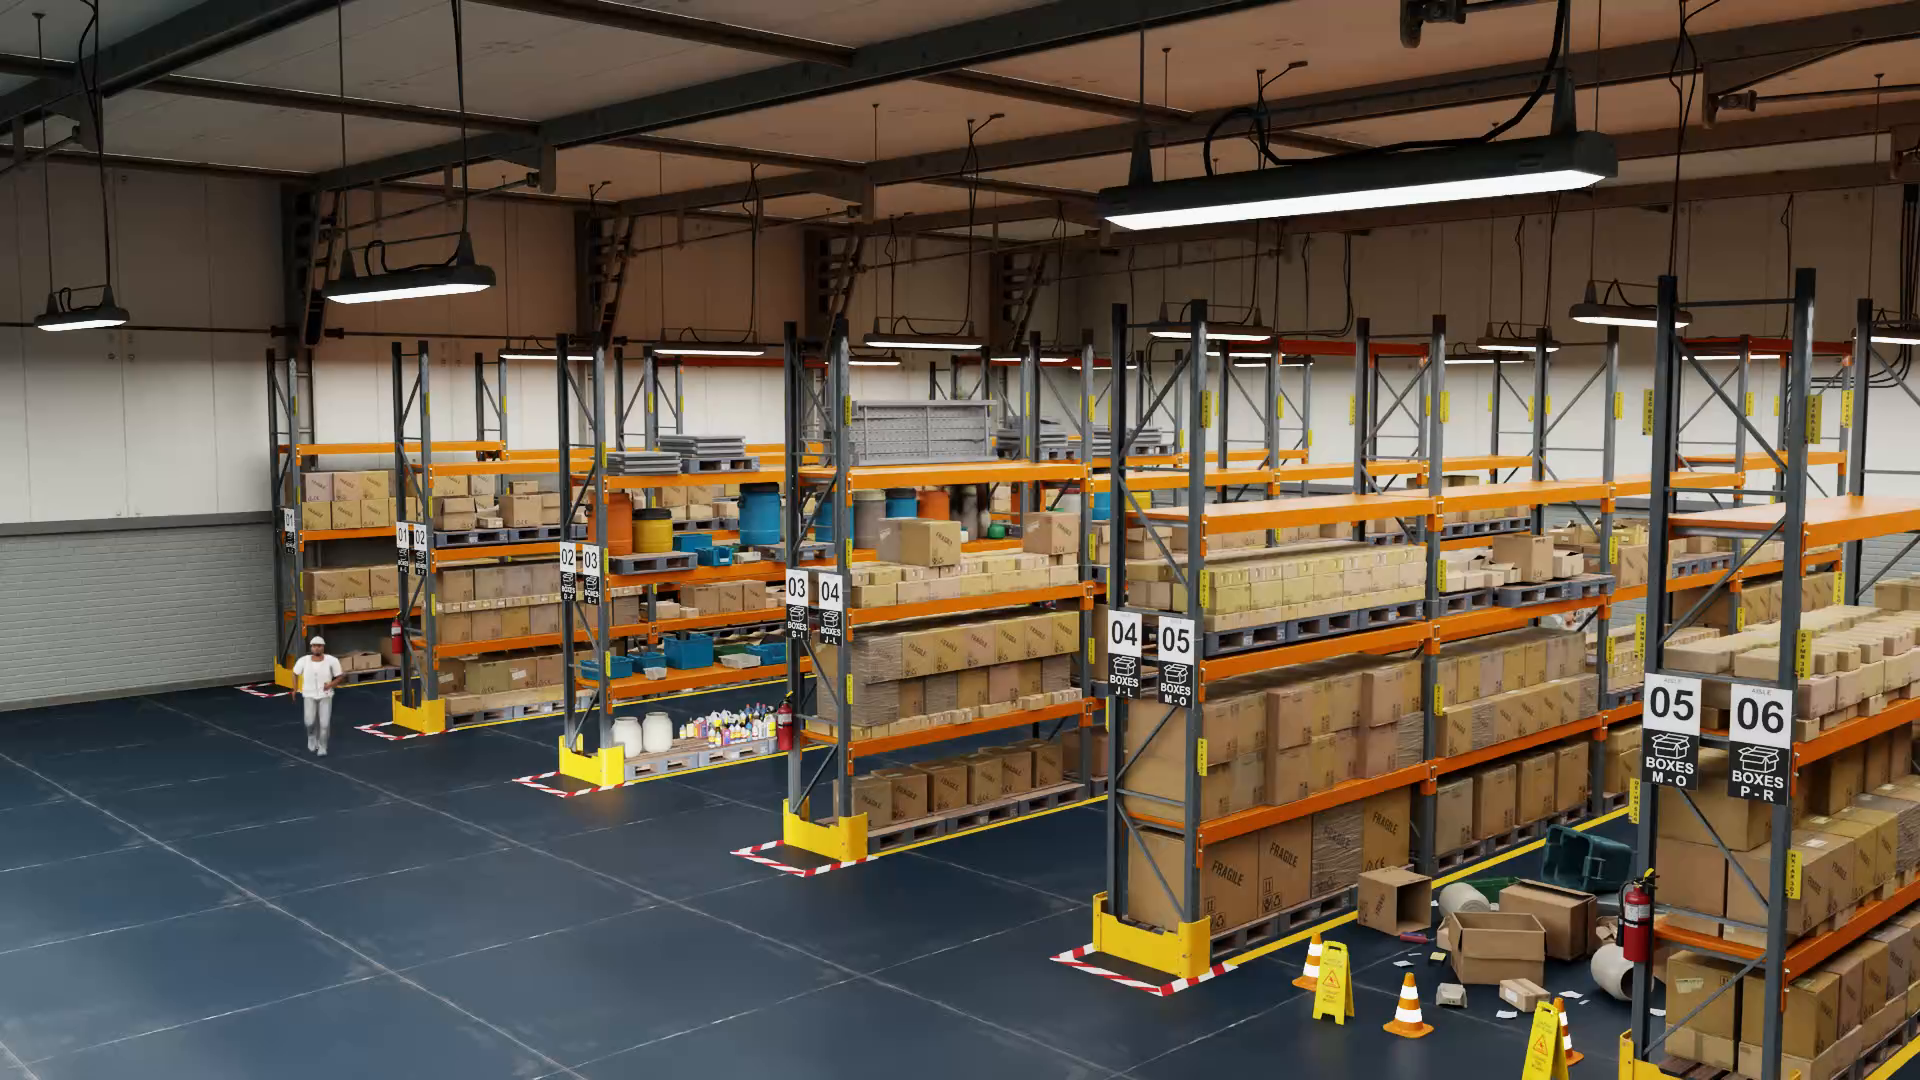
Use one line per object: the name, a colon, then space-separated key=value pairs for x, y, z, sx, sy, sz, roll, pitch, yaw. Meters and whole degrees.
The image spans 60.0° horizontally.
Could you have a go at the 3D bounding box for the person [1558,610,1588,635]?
person: x=10.187 y=1.952 z=27.692 sx=0.580 sy=1.666 sz=0.834 roll=4 pitch=6 yaw=40

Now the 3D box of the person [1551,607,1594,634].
person: x=11.097 y=1.694 z=30.042 sx=0.710 sy=1.797 sz=0.891 roll=-2 pitch=5 yaw=-17

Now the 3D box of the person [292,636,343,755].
person: x=-9.186 y=2.240 z=23.768 sx=0.697 sy=1.720 sz=0.596 roll=-2 pitch=5 yaw=-18
